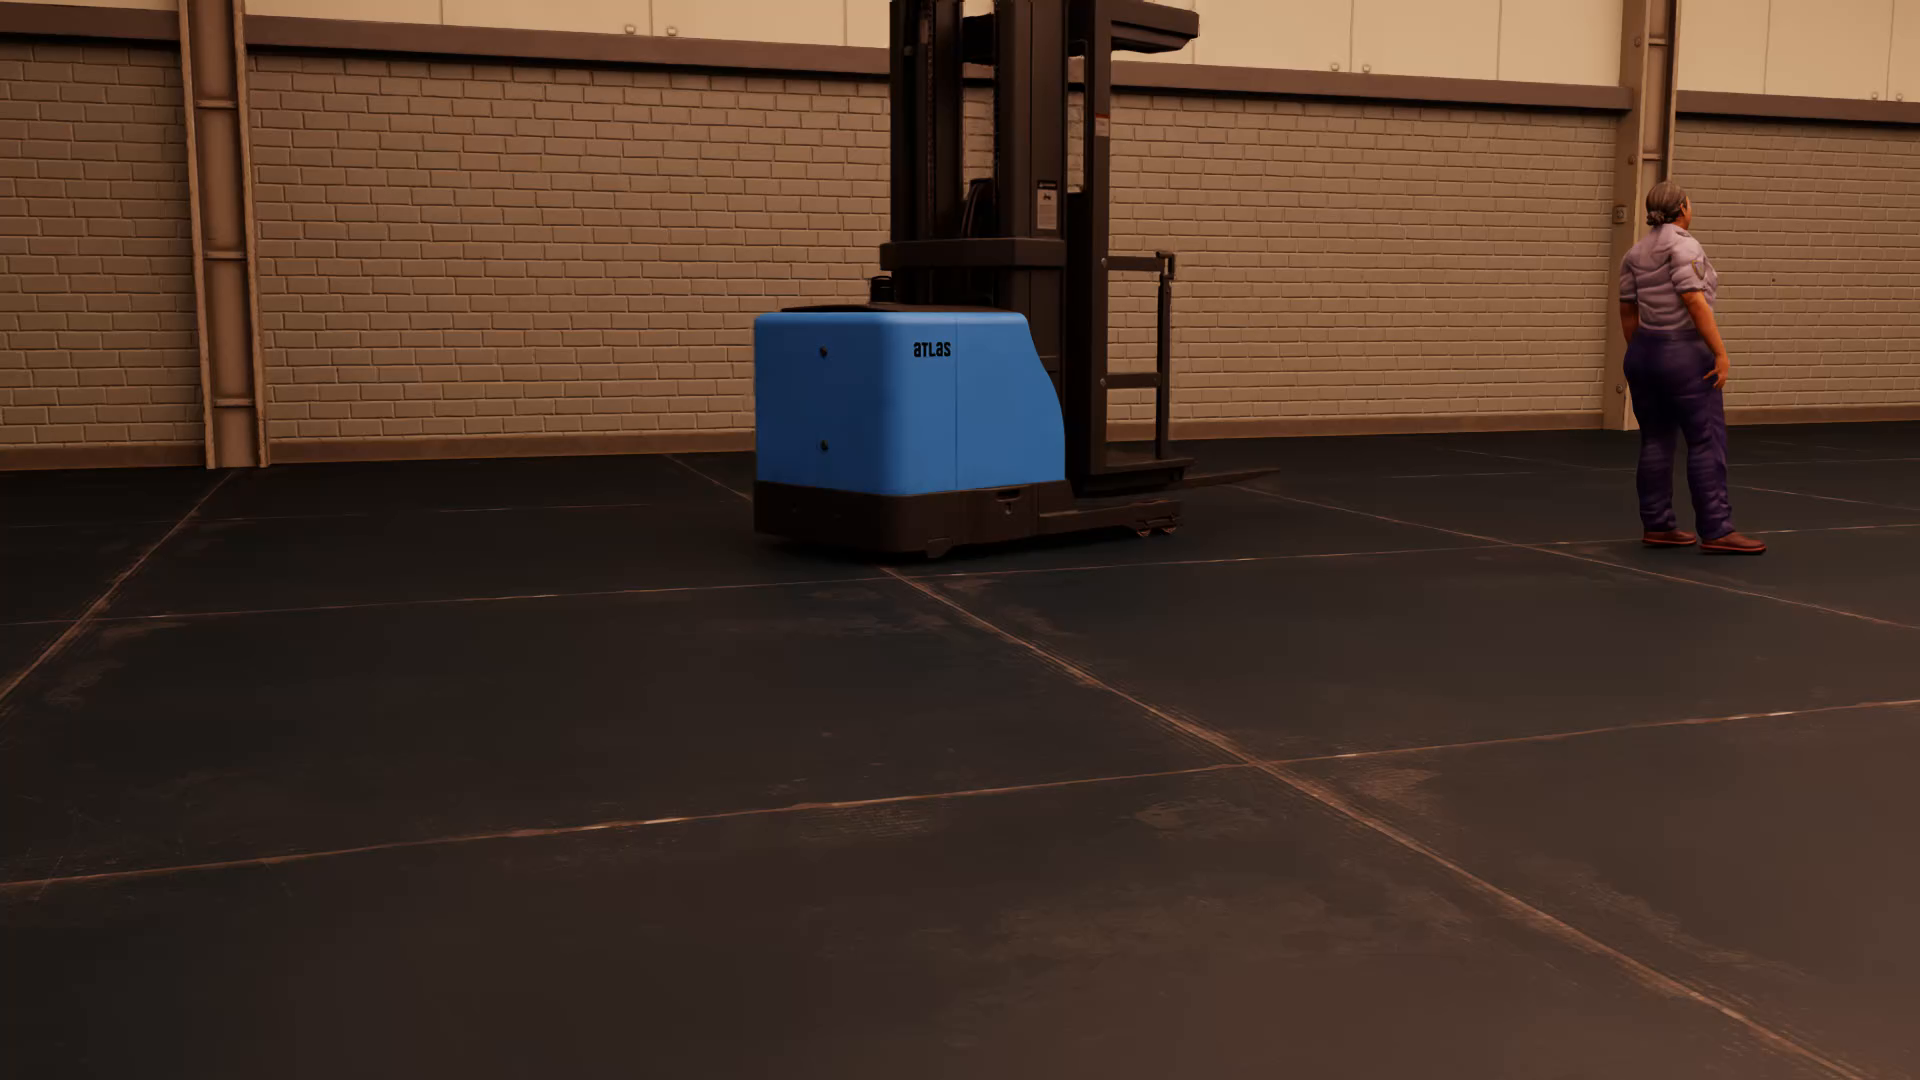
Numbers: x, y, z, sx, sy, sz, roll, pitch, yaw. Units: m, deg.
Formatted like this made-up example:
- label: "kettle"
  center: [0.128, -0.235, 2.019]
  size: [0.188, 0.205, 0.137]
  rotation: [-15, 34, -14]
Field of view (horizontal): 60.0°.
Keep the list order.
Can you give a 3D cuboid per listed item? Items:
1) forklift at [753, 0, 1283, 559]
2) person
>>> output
- label: "forklift"
  center: [0.456, -1.514, 8.179]
  size: [3.031, 2.935, 1.130]
  rotation: [-7, 11, -43]
- label: "person"
  center: [3.314, -0.787, 7.545]
  size: [0.502, 1.650, 0.596]
  rotation: [-2, 8, -17]
